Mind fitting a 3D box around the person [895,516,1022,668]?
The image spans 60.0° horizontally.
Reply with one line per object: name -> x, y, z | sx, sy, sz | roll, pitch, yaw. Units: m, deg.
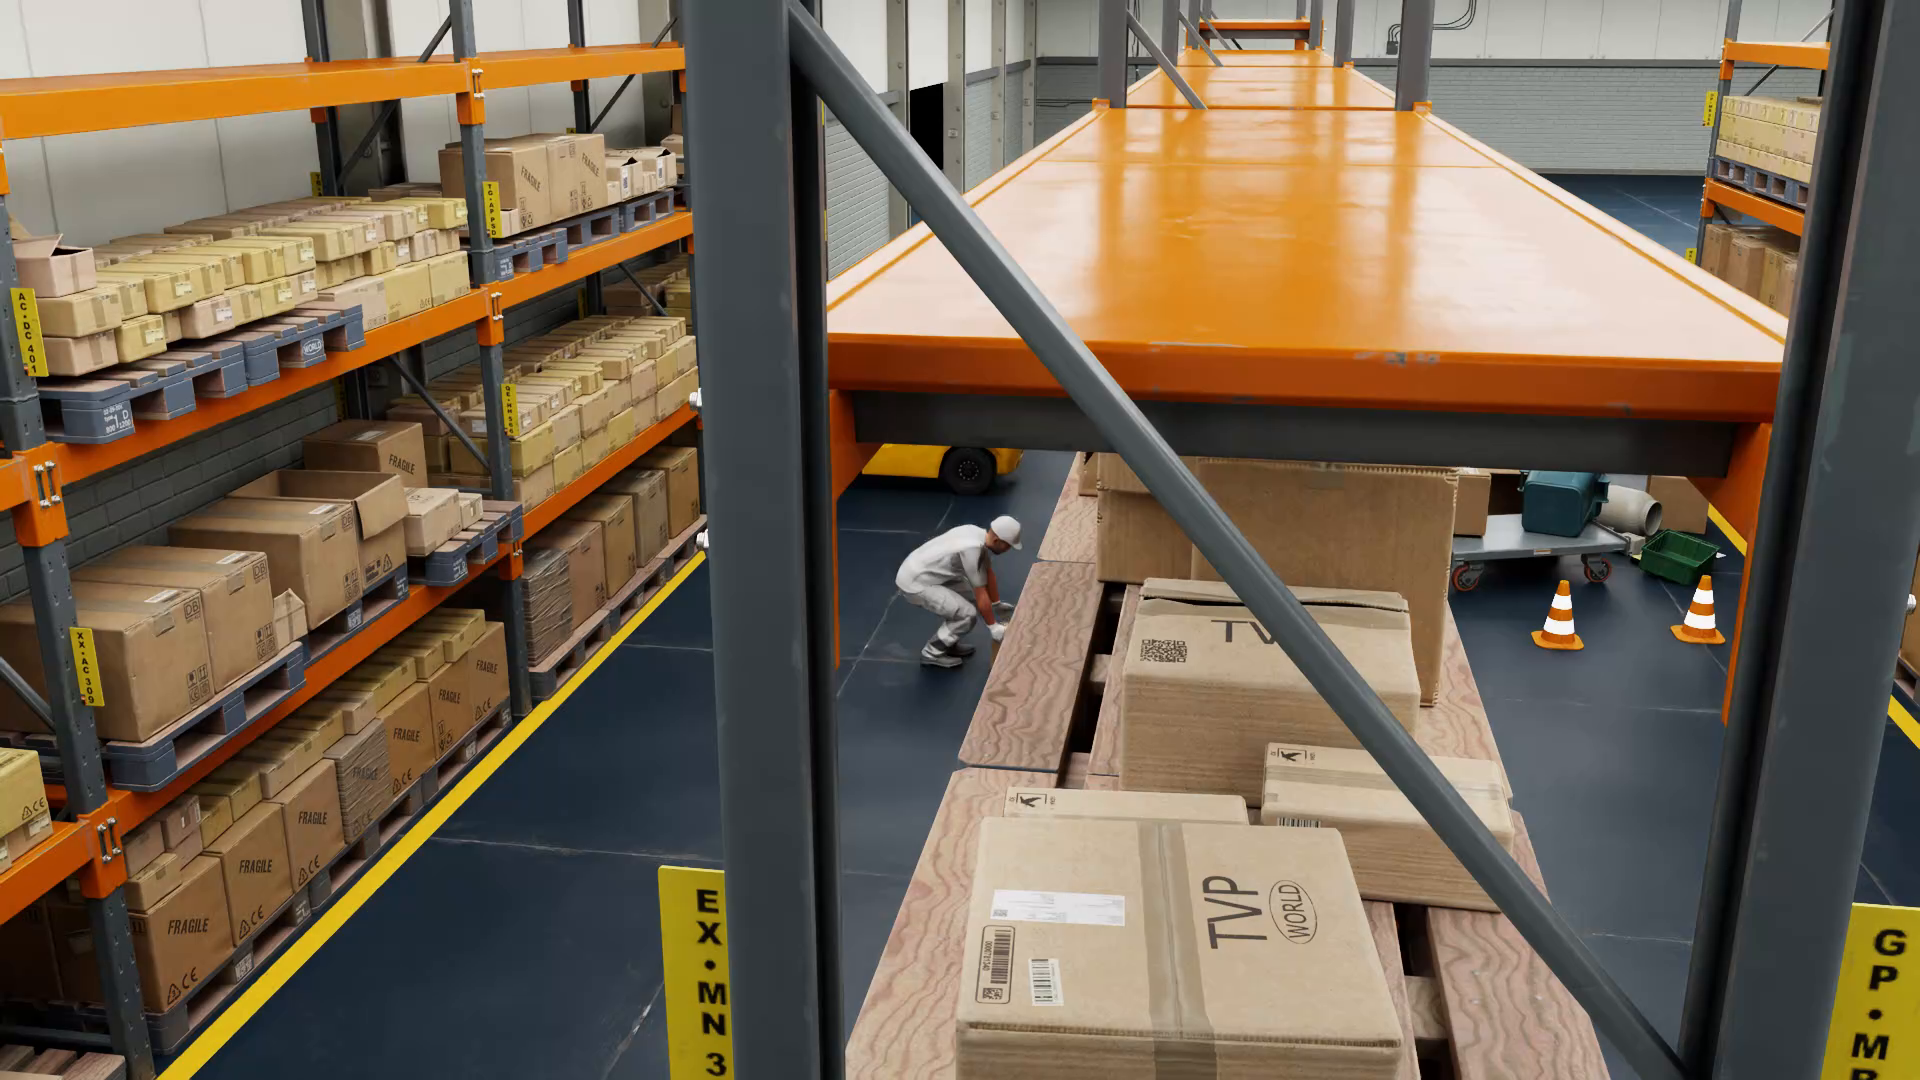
person -> -0.005, 0.333, 11.667 | 0.870, 1.065, 0.577 | 3, 18, 9
